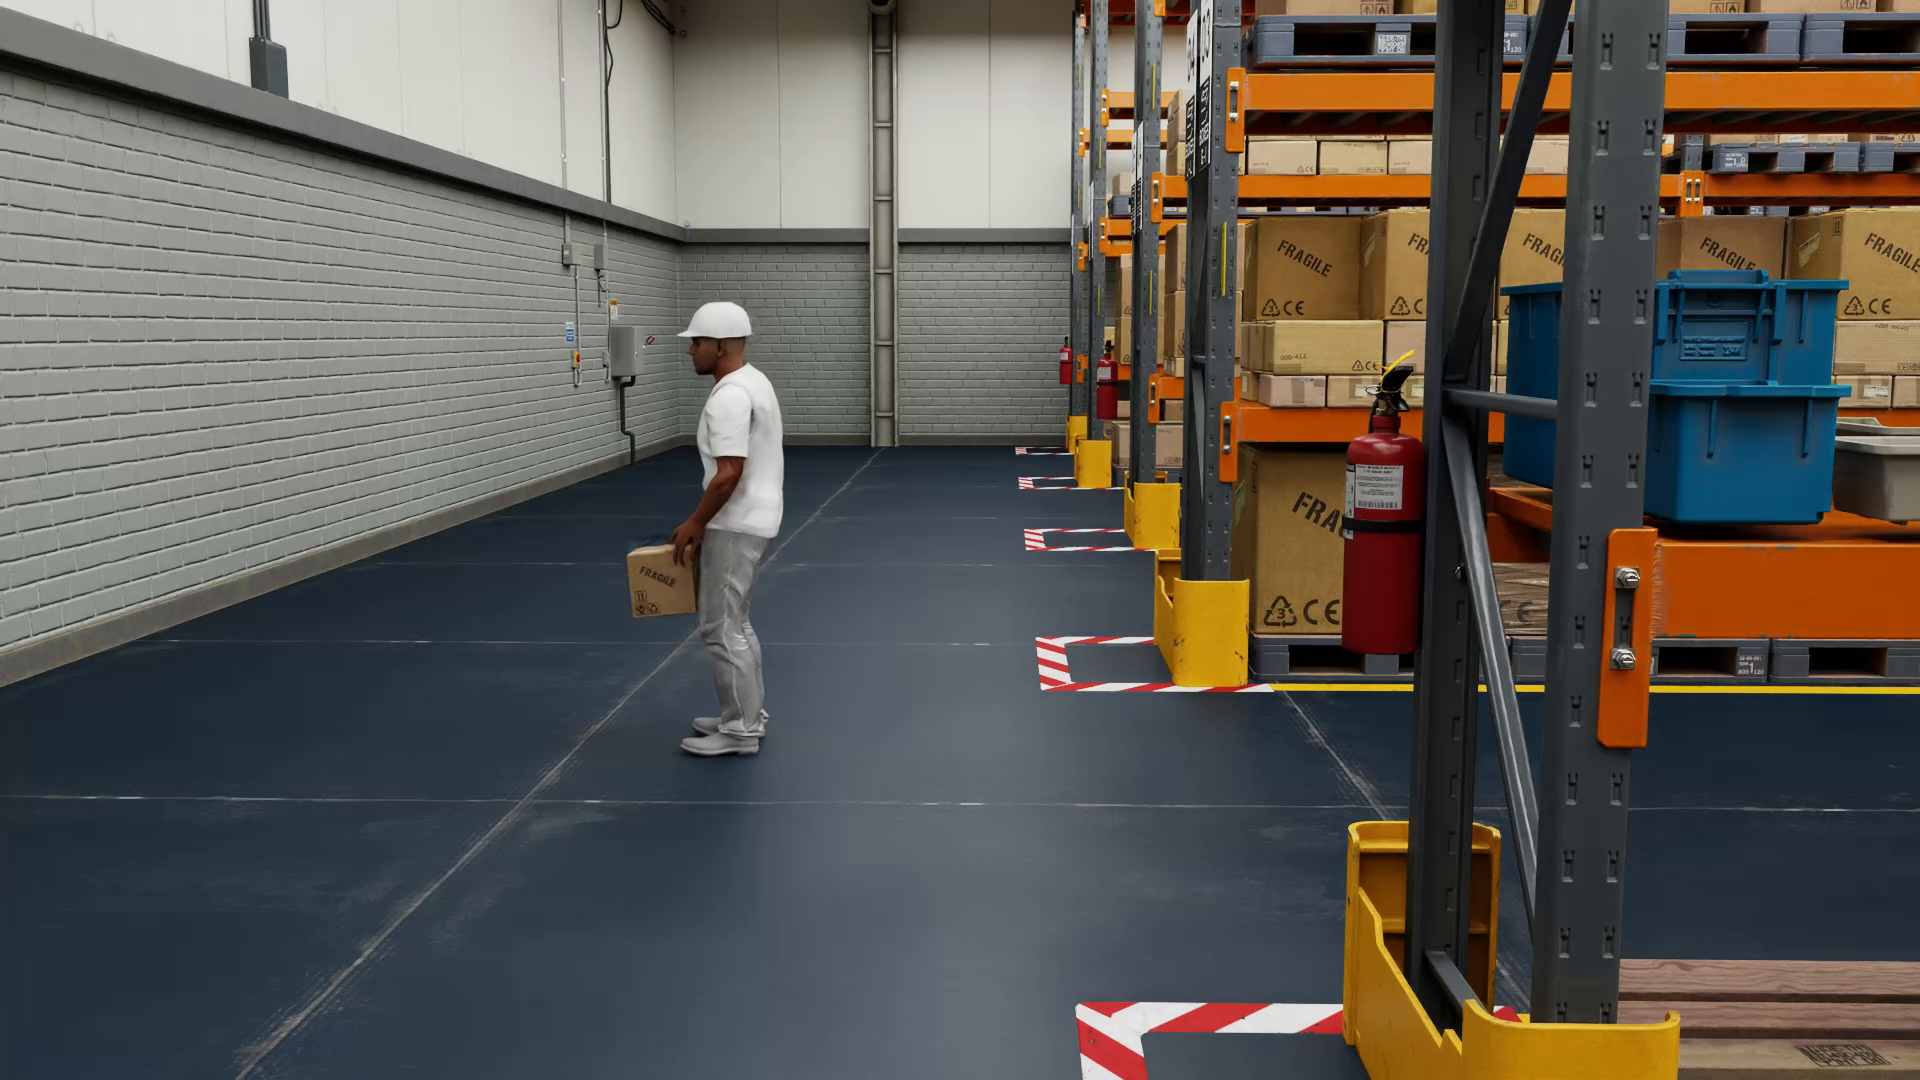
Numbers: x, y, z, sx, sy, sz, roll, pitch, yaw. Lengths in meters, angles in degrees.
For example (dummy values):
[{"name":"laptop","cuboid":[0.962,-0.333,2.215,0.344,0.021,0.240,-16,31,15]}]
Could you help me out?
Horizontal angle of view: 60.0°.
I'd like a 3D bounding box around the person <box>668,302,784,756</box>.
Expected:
[{"name":"person","cuboid":[-0.909,-0.048,6.557,0.434,1.767,0.580,0,7,0]}]
